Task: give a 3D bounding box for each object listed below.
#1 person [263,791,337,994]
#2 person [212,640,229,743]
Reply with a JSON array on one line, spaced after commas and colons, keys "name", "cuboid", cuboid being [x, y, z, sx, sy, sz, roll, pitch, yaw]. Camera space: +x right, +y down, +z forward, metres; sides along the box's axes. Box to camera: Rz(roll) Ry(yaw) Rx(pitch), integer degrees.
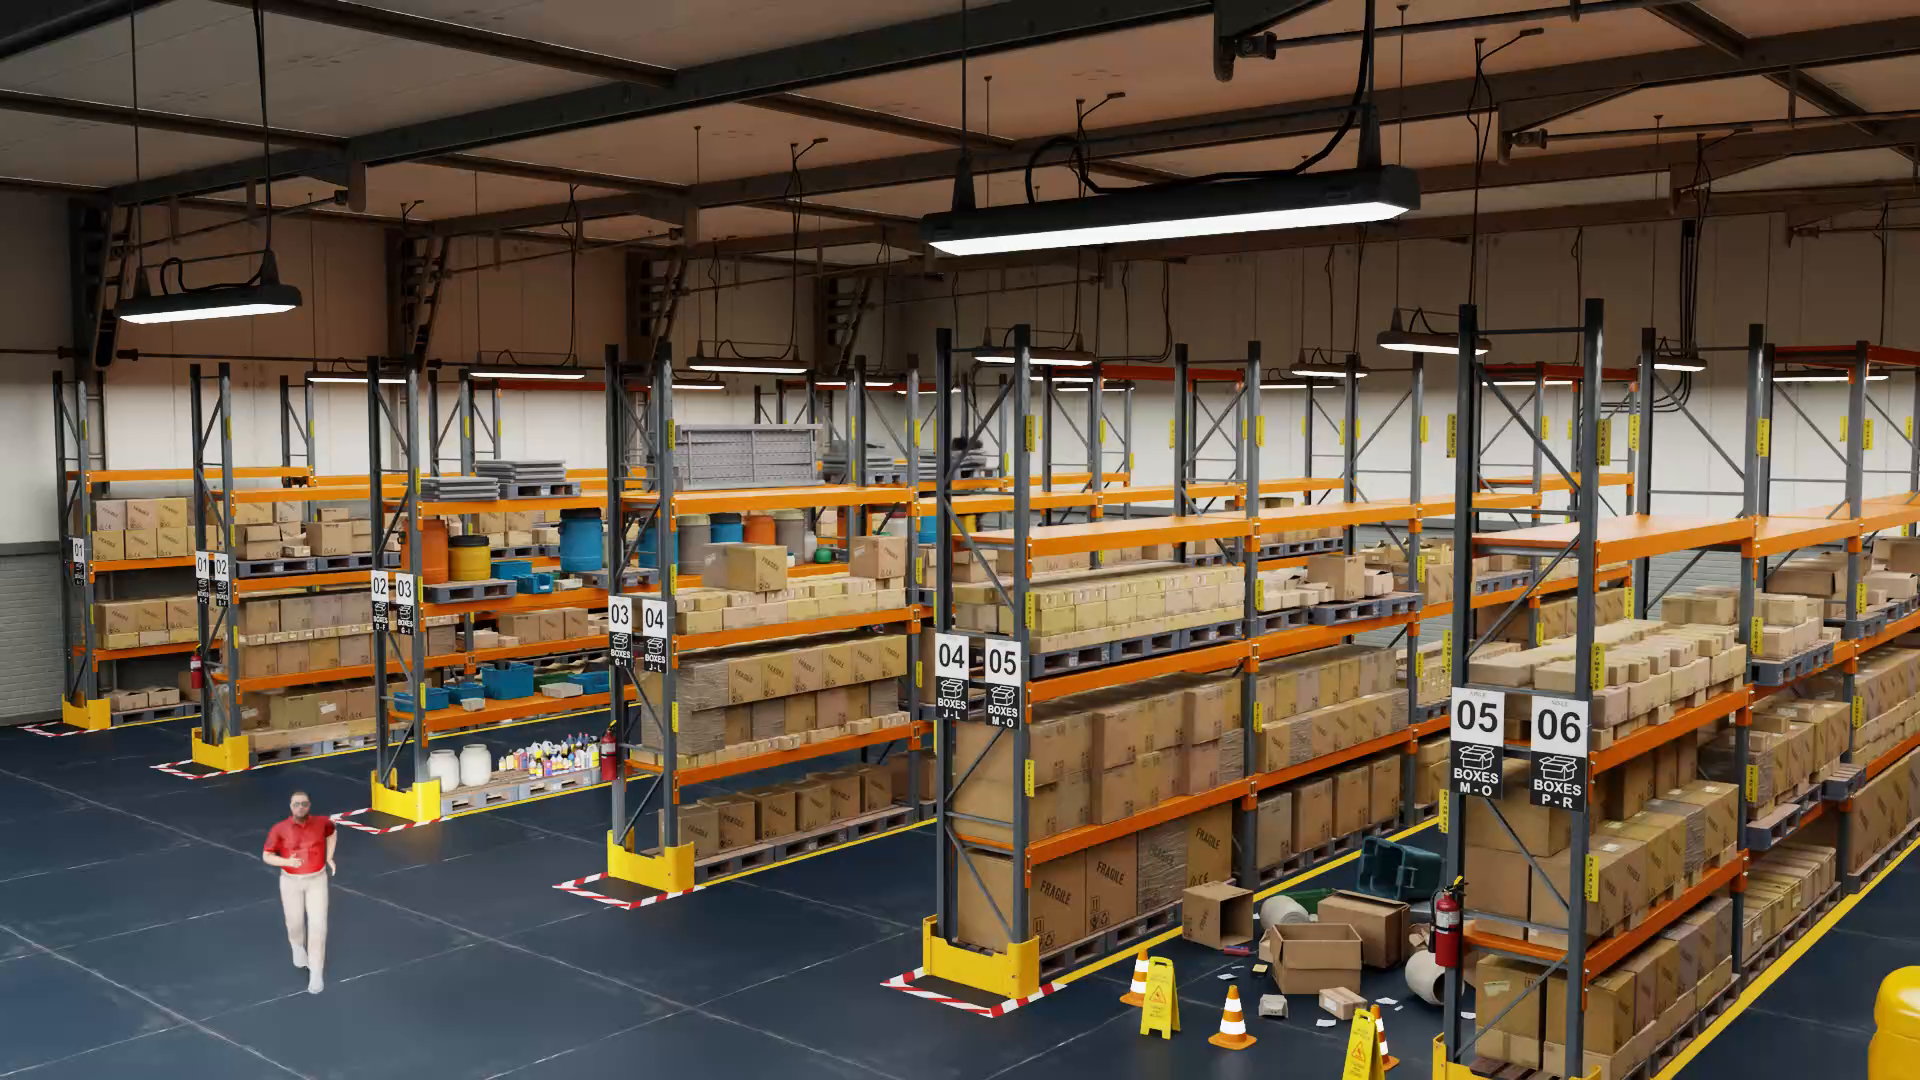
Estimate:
[{"name": "person", "cuboid": [-6.060, 3.189, 15.318, 0.646, 1.766, 0.938, -2, 4, -23]}, {"name": "person", "cuboid": [-11.587, 2.437, 26.504, 0.578, 1.709, 1.077, 2, 5, 31]}]
